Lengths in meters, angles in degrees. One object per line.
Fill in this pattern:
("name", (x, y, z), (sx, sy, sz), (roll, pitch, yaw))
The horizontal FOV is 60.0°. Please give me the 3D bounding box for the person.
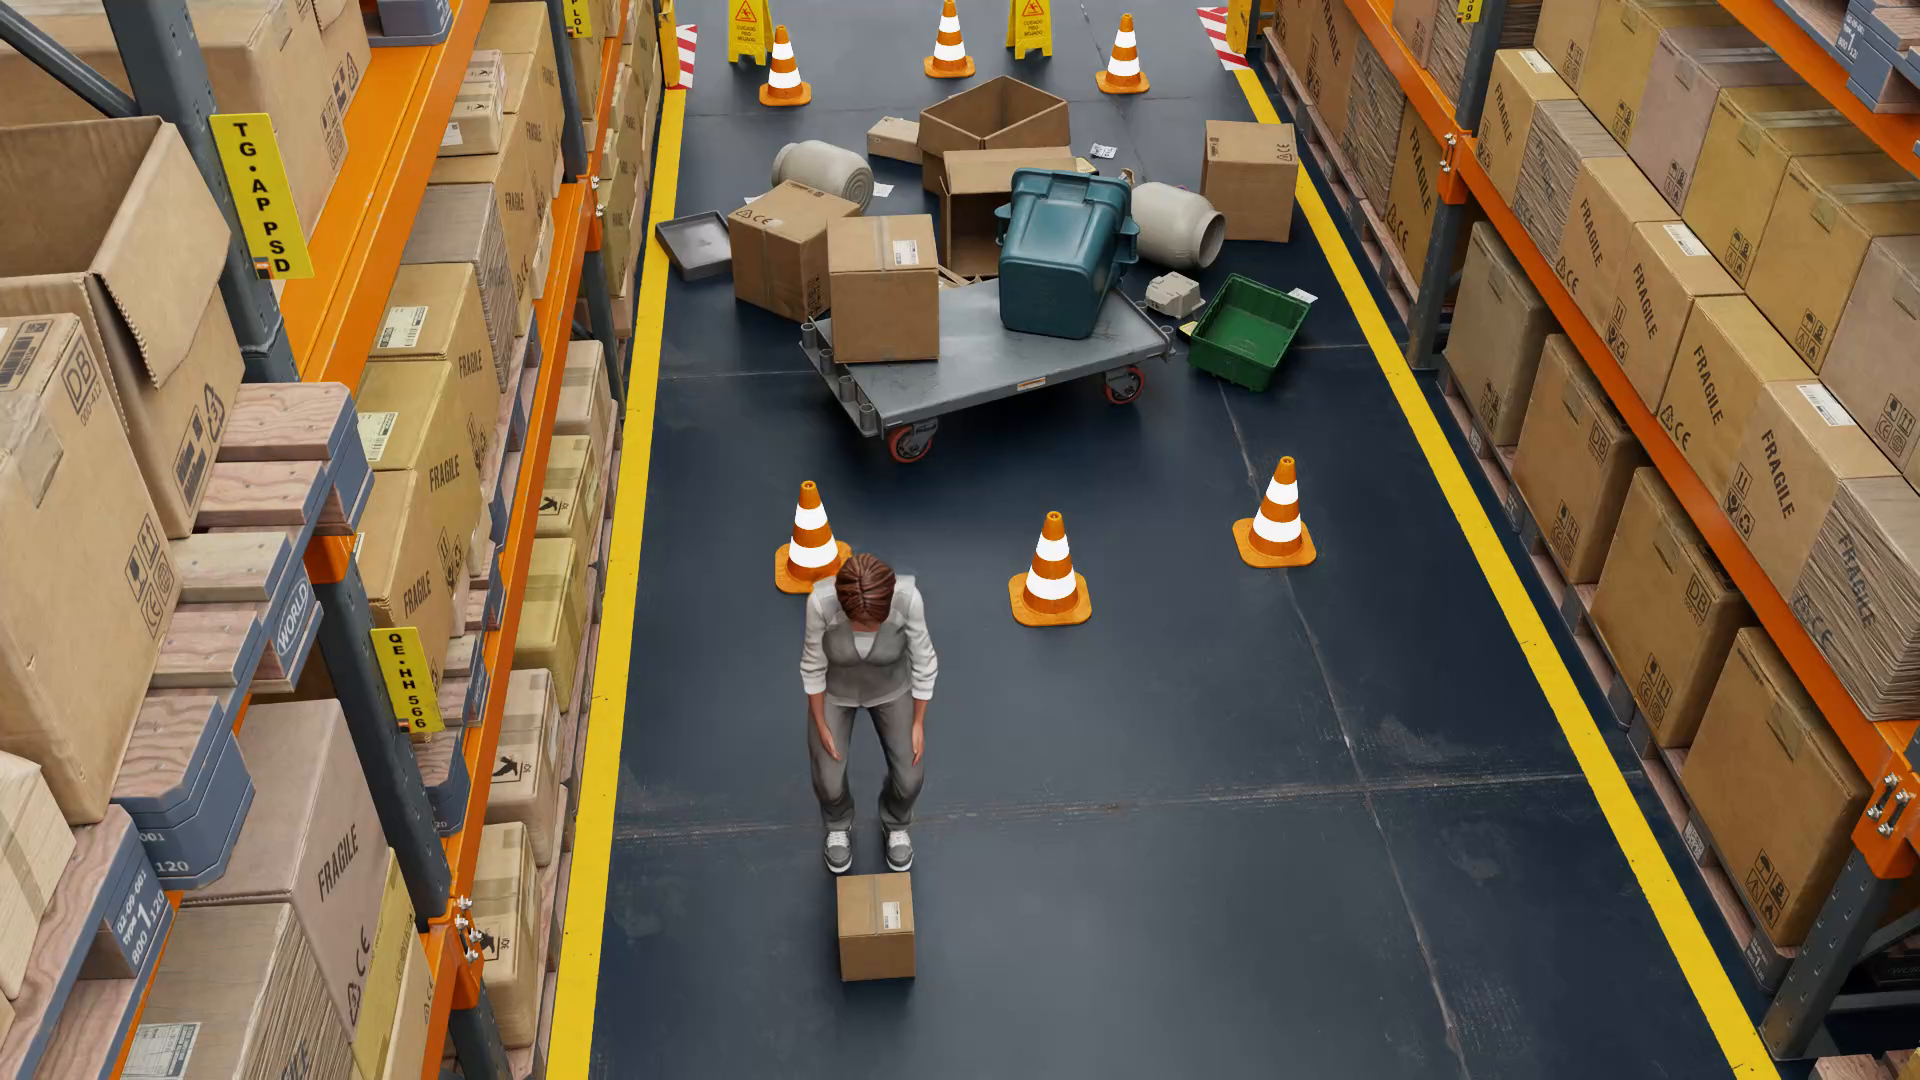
("person", (-0.300, 0.552, 5.595), (0.447, 1.481, 0.497), (-3, 40, -3))
